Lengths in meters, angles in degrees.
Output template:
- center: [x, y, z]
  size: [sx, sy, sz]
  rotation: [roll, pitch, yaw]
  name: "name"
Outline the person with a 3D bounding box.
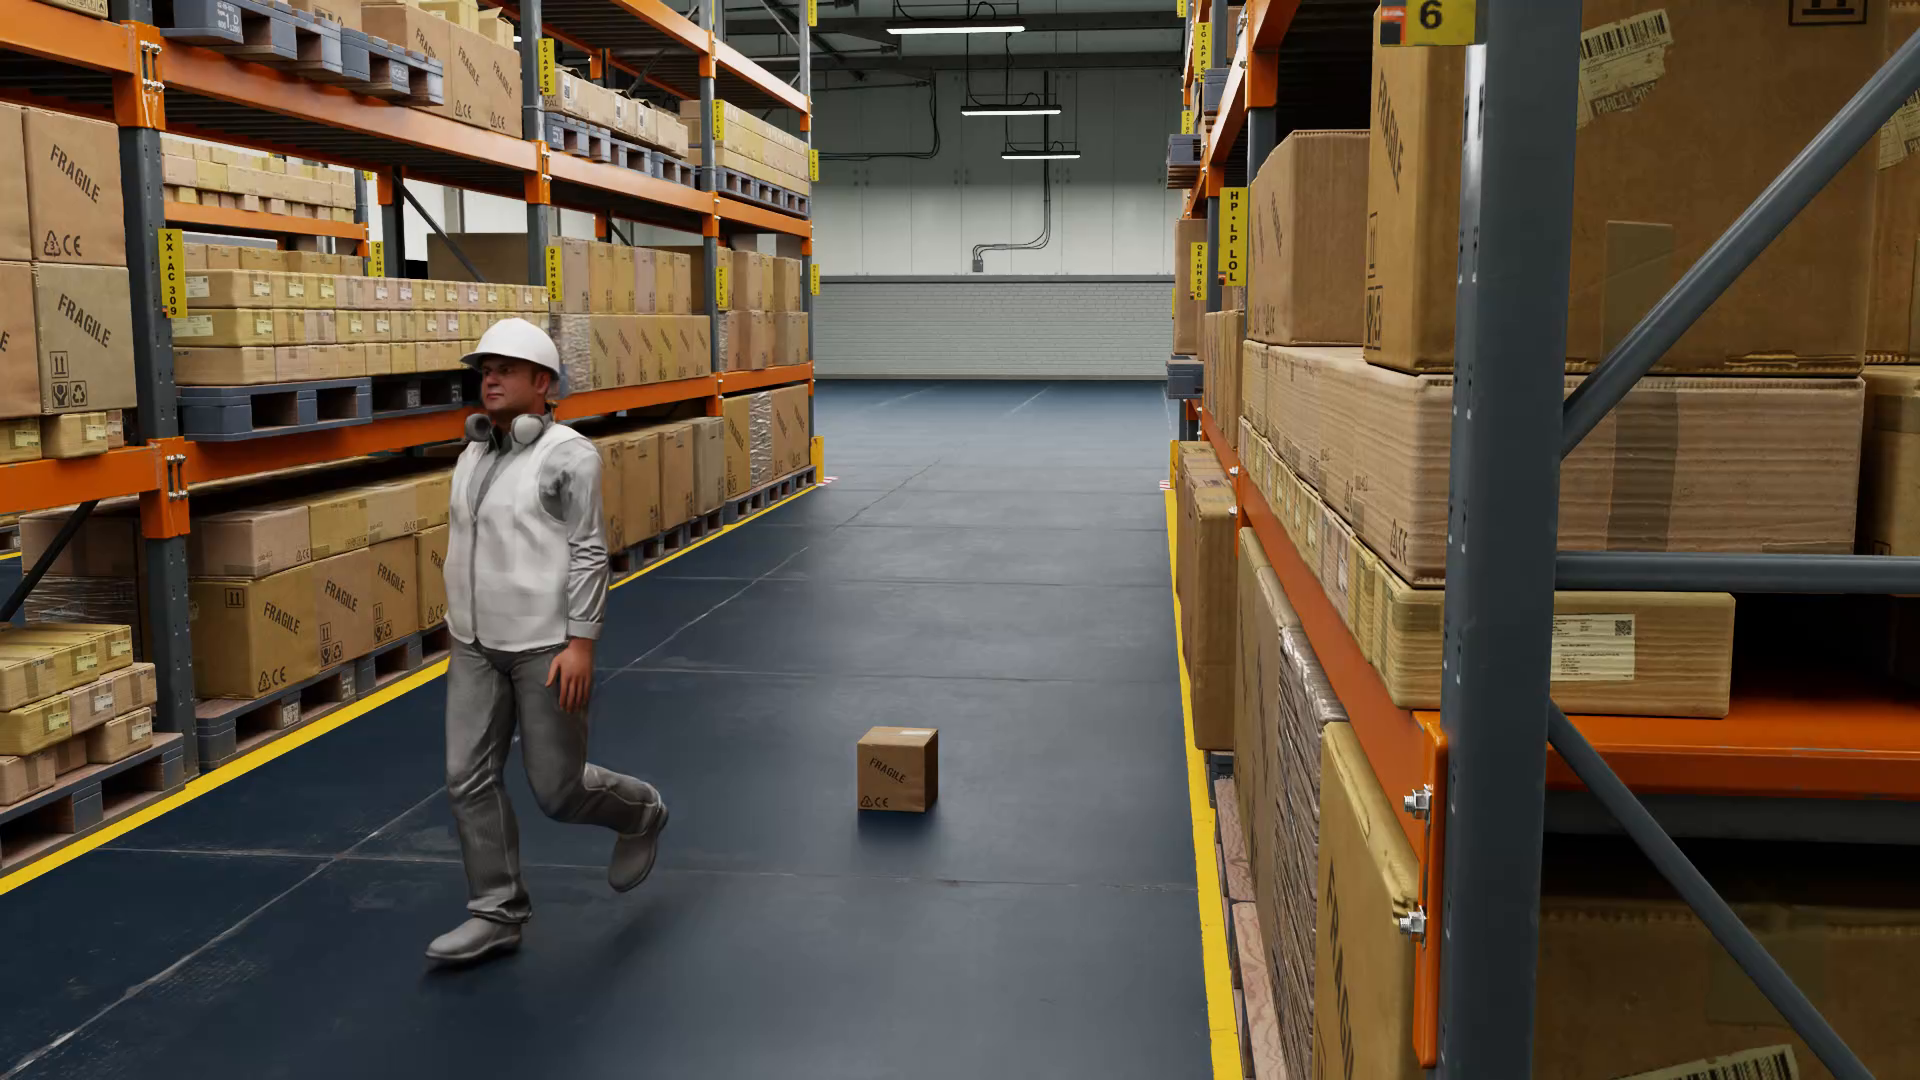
- center: [-1.179, 0.257, 4.687]
  size: [0.548, 1.750, 0.793]
  rotation: [4, 9, 30]
  name: "person"
